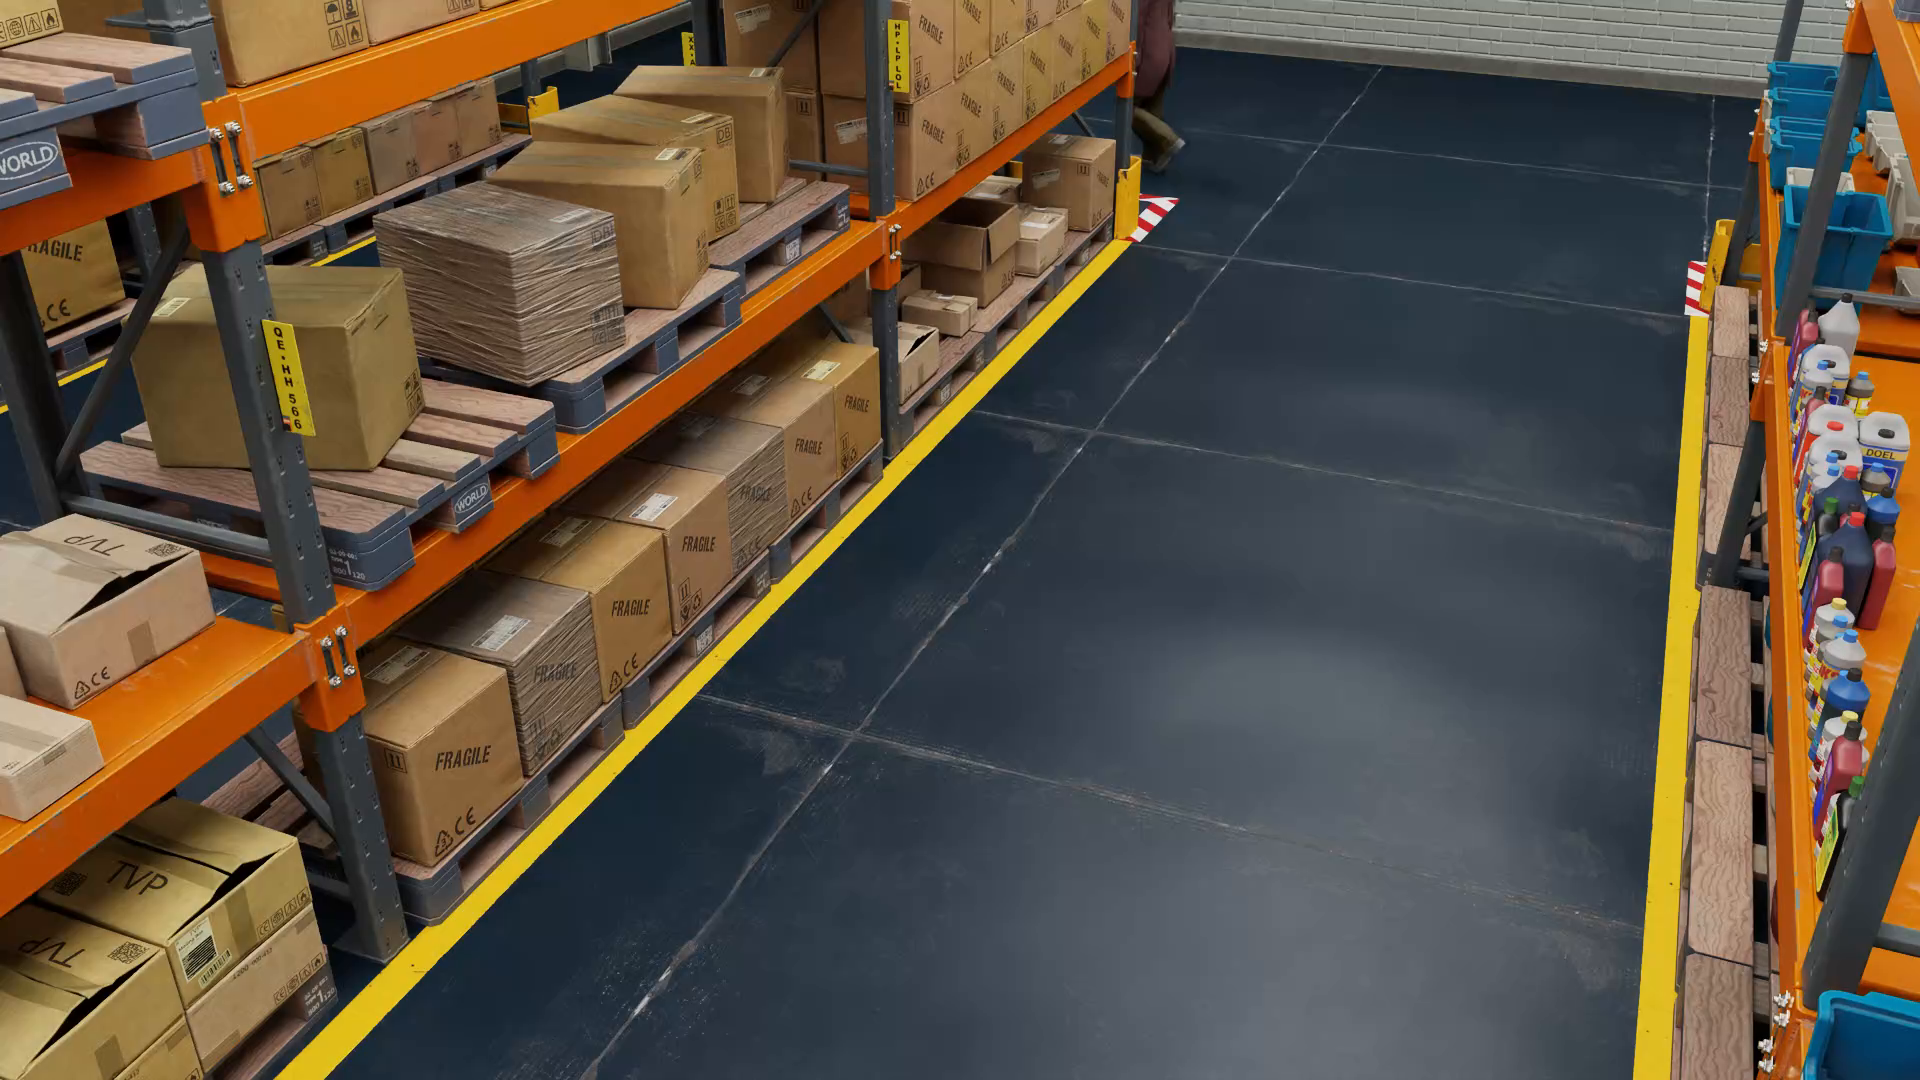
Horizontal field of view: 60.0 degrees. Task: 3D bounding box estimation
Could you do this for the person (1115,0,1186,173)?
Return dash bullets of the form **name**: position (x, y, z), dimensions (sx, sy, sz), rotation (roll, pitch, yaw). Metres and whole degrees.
- **person**: position (1.483, -3.638, 12.617), dimensions (0.577, 1.757, 0.627), rotation (16, 33, 26)
